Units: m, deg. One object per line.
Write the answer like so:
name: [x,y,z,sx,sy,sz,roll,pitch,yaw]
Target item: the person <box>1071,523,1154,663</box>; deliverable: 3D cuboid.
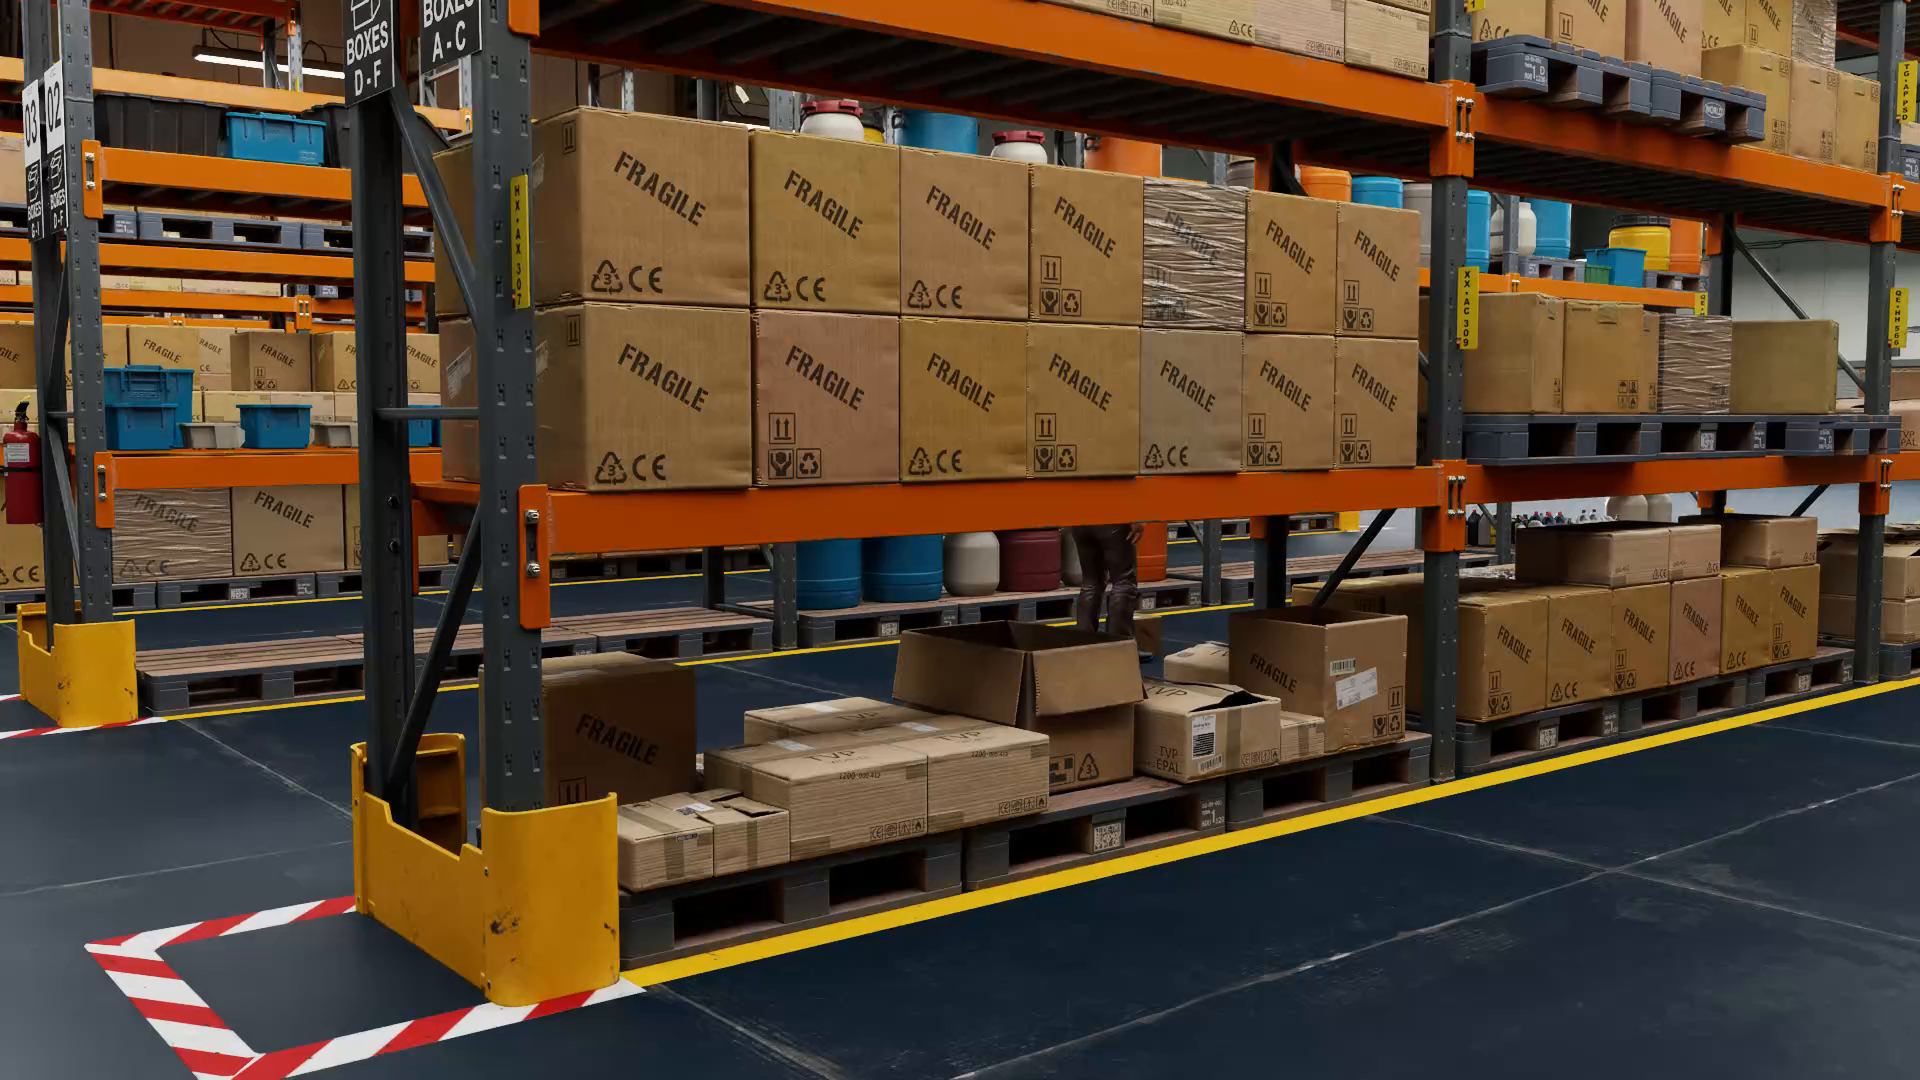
person: [0.887,-0.065,10.225,0.397,1.616,0.578,-4,6,-39]
